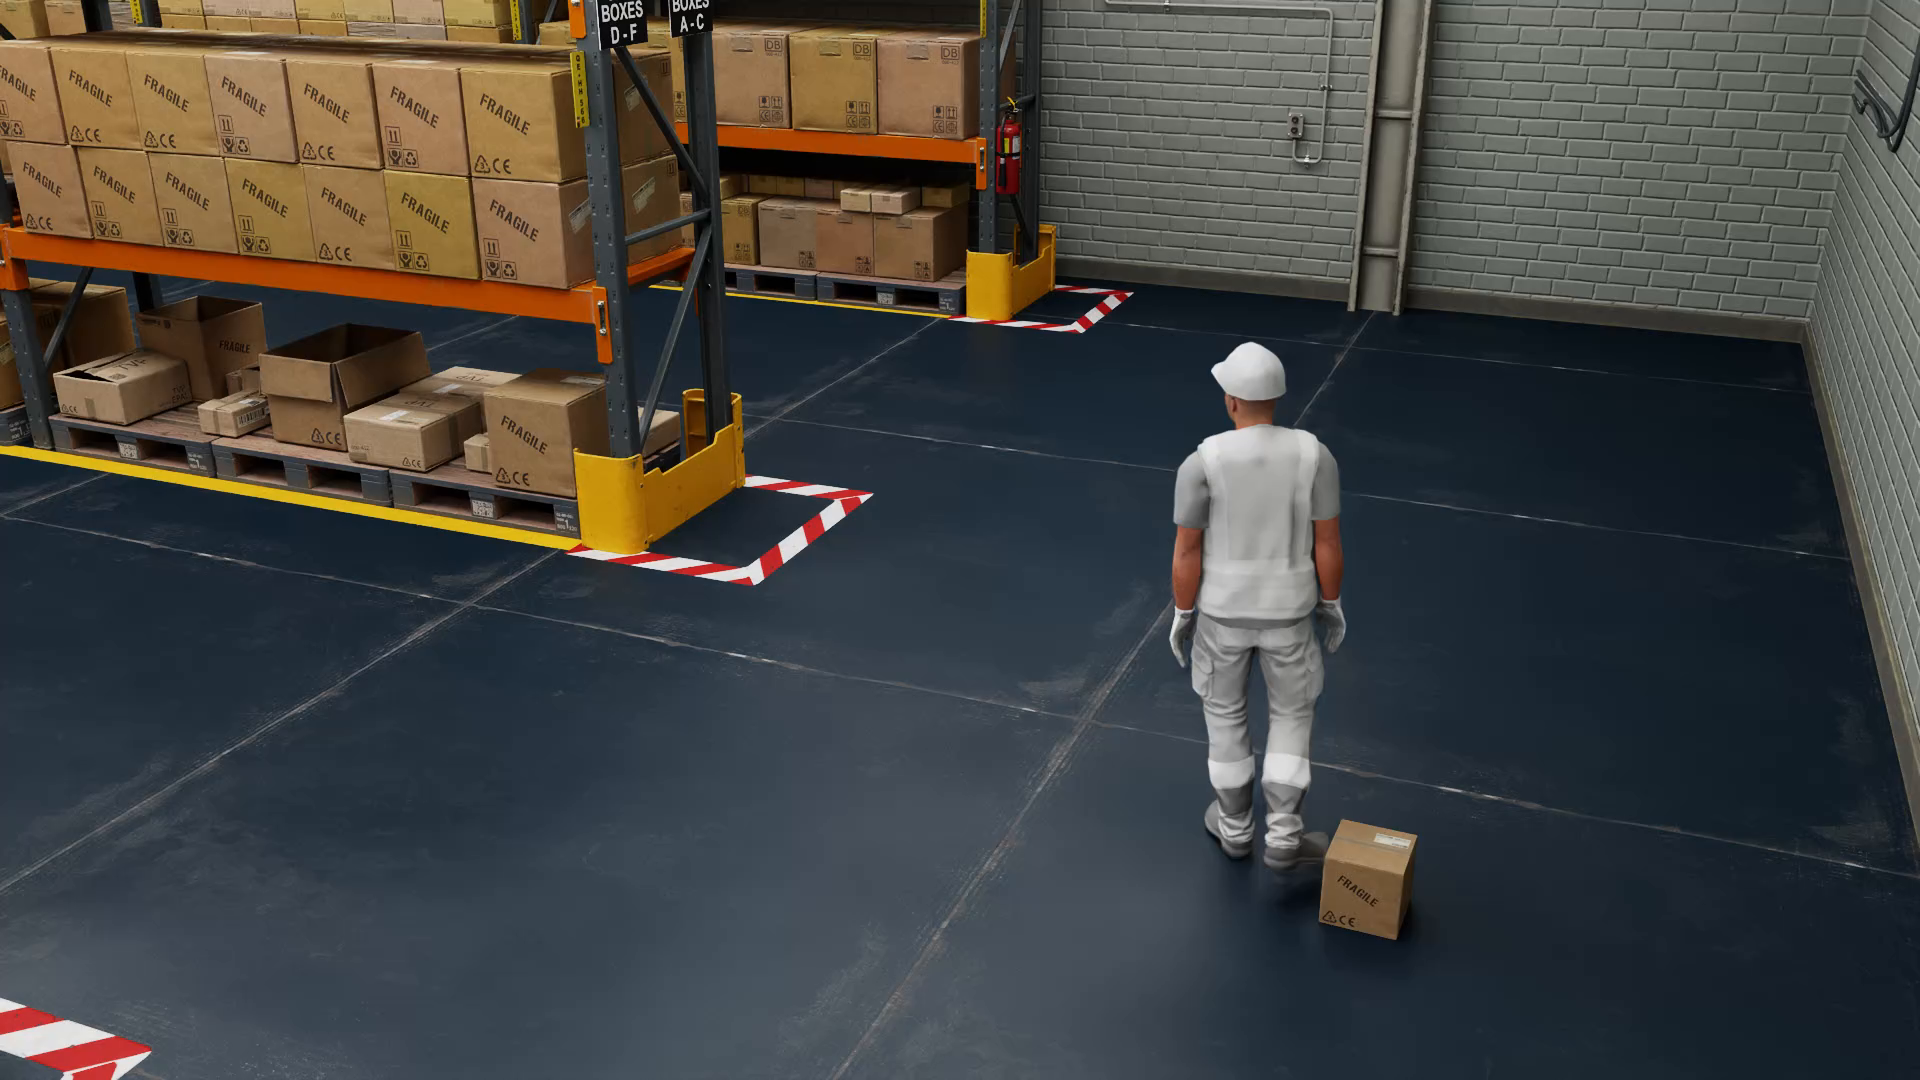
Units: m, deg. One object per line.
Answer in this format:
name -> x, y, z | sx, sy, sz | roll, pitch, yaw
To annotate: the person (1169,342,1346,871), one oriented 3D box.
person -> 0.974, 0.260, 5.421 | 0.585, 1.777, 0.578 | 1, 22, 2
